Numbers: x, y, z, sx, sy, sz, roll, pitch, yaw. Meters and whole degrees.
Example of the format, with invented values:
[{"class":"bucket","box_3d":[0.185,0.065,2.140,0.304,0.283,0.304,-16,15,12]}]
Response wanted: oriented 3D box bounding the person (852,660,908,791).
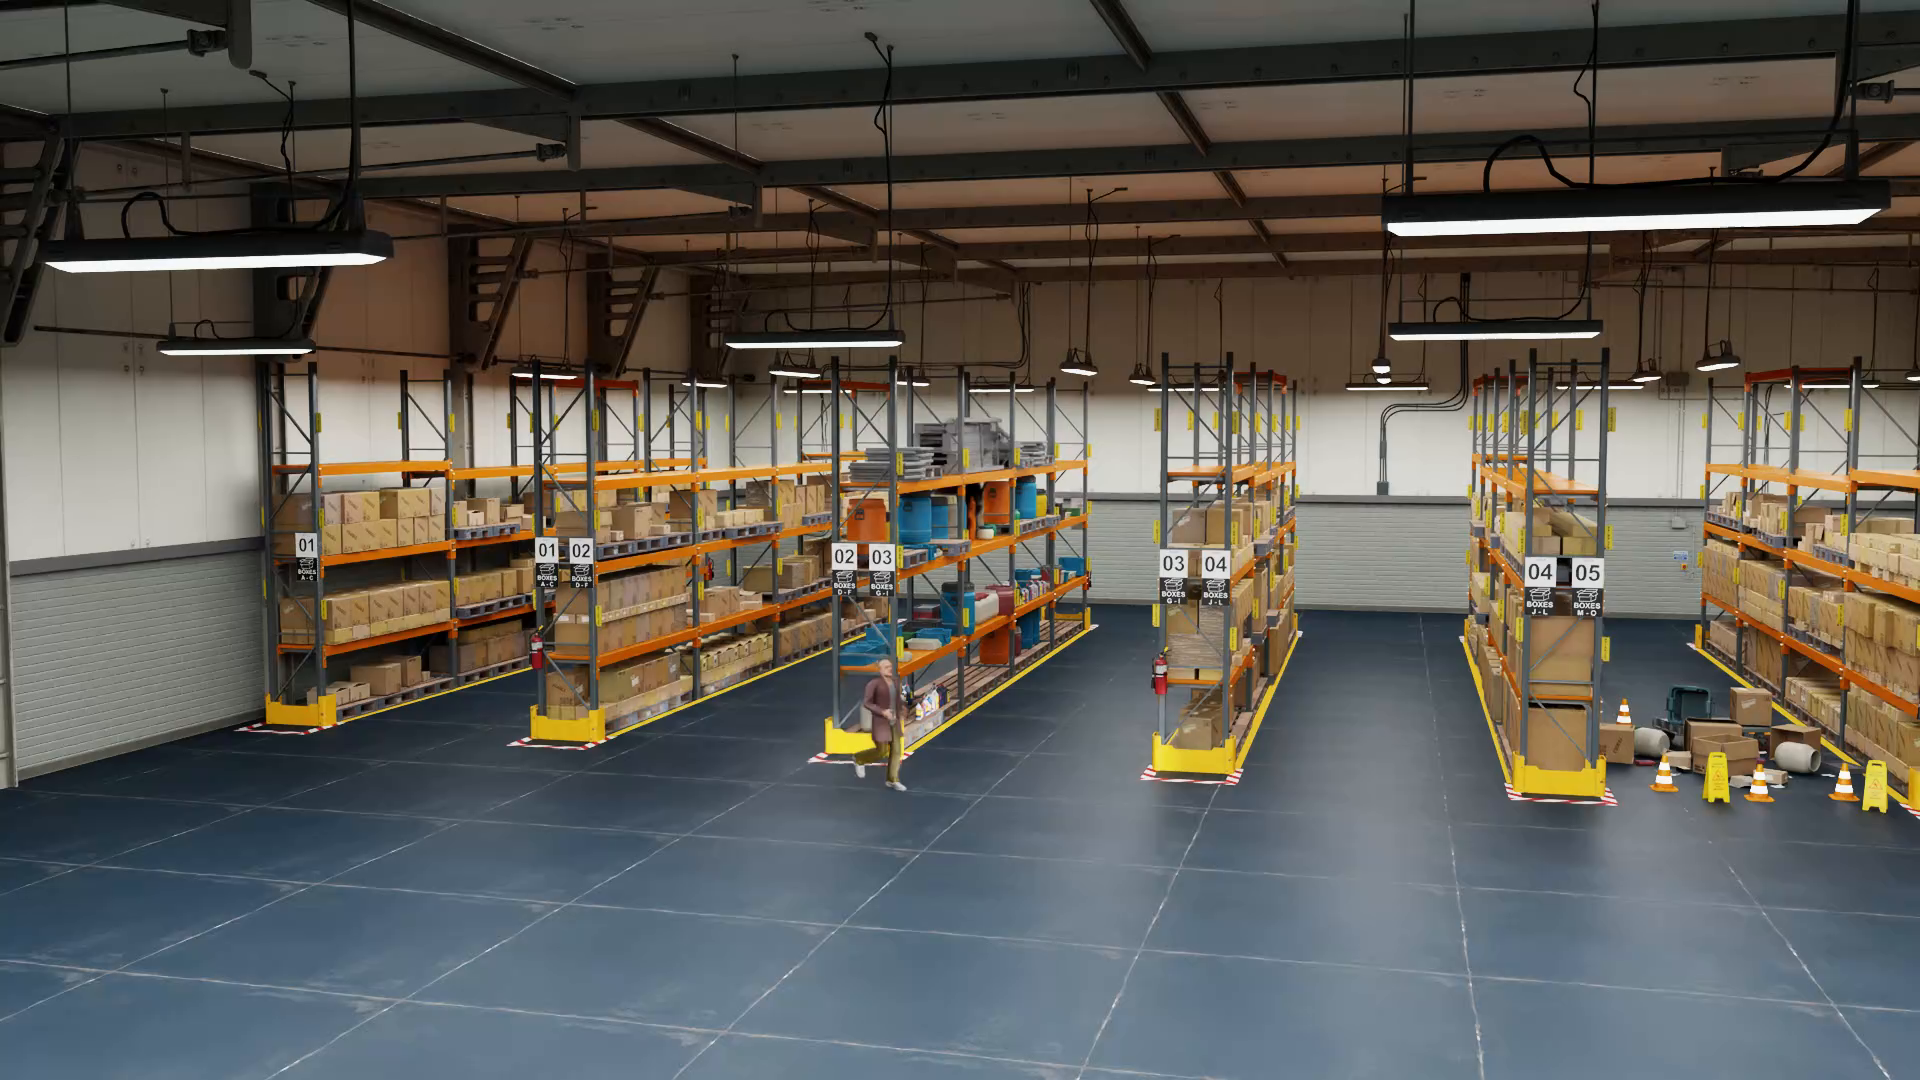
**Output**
[{"class":"person","box_3d":[-1.060,2.524,22.910,0.718,1.777,0.914,-4,6,-43]}]
